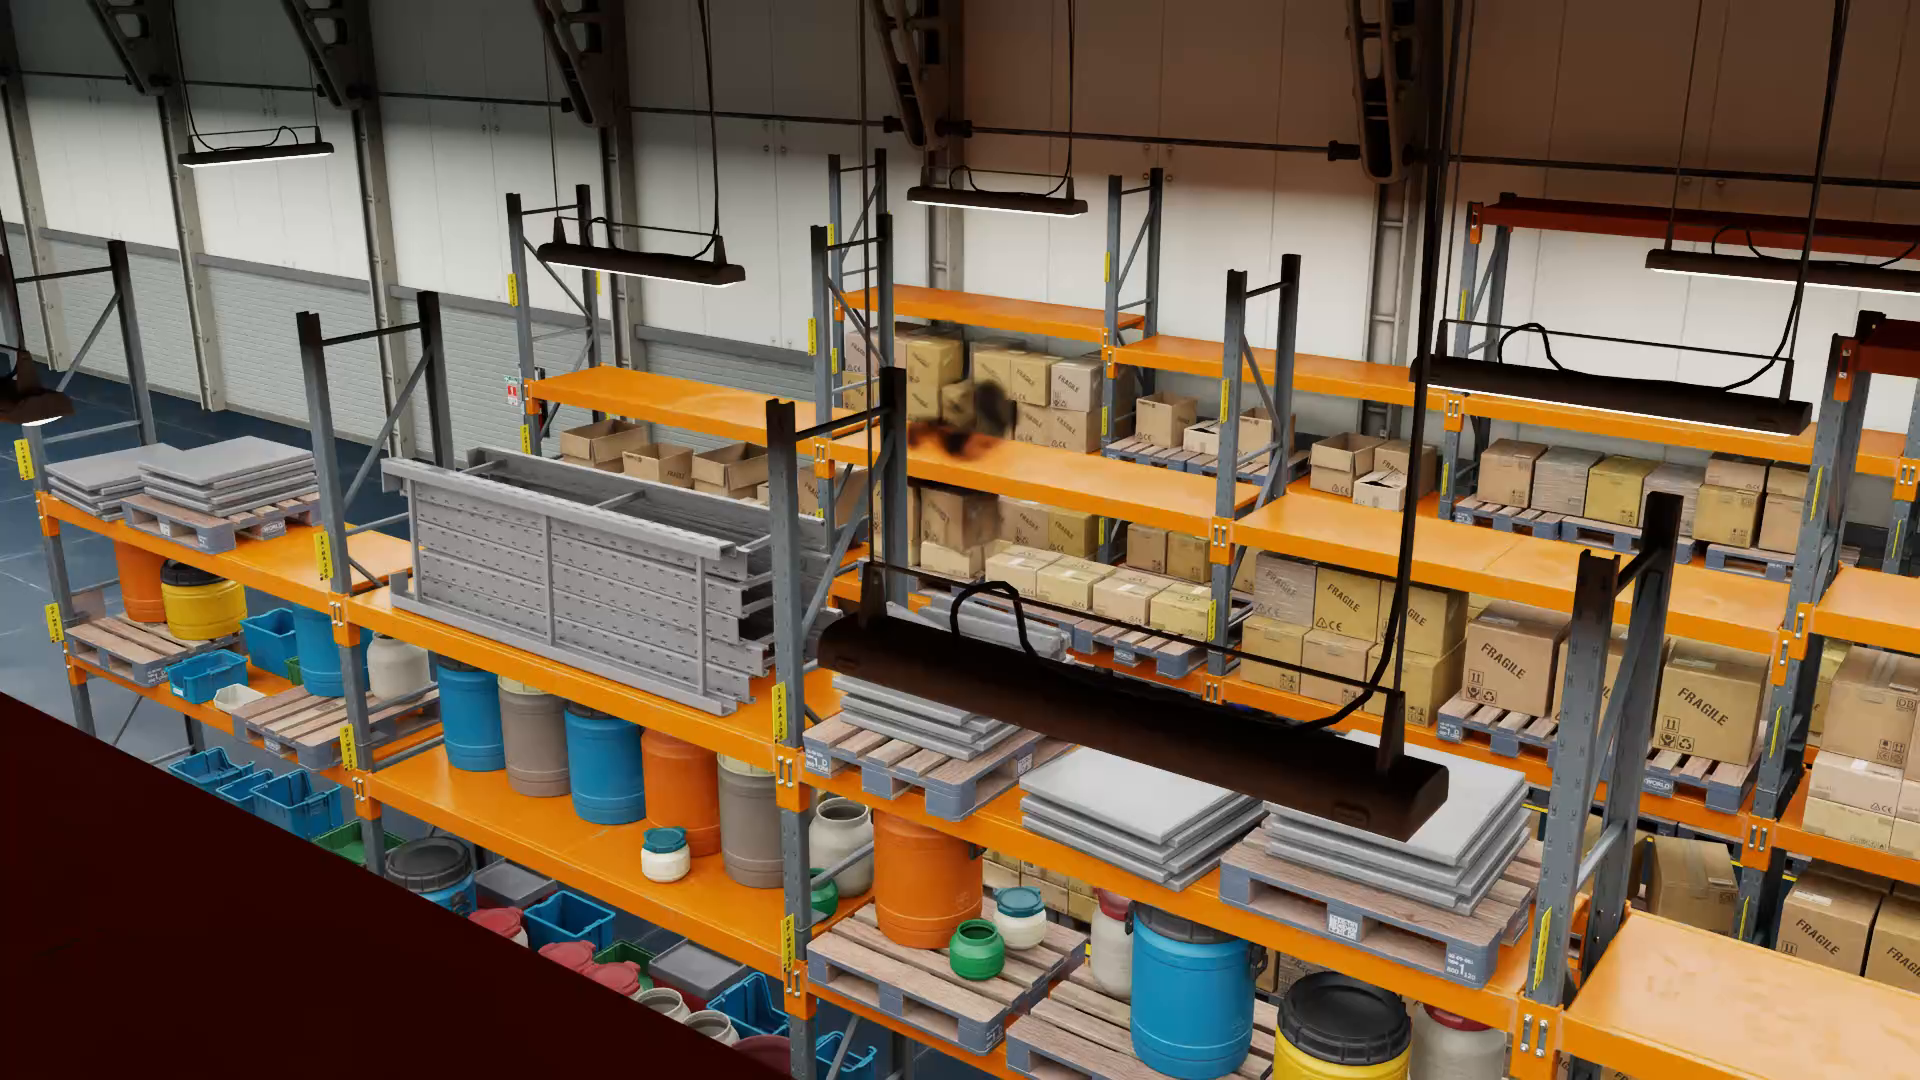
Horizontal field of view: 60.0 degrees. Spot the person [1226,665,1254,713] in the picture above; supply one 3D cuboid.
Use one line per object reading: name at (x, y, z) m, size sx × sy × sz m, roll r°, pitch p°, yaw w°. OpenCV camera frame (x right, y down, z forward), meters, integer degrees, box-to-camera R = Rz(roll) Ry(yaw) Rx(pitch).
person at (2.684, 1.985, 15.853) m, size 0.753 × 1.759 × 0.558 m, roll 10°, pitch 21°, yaw 27°
